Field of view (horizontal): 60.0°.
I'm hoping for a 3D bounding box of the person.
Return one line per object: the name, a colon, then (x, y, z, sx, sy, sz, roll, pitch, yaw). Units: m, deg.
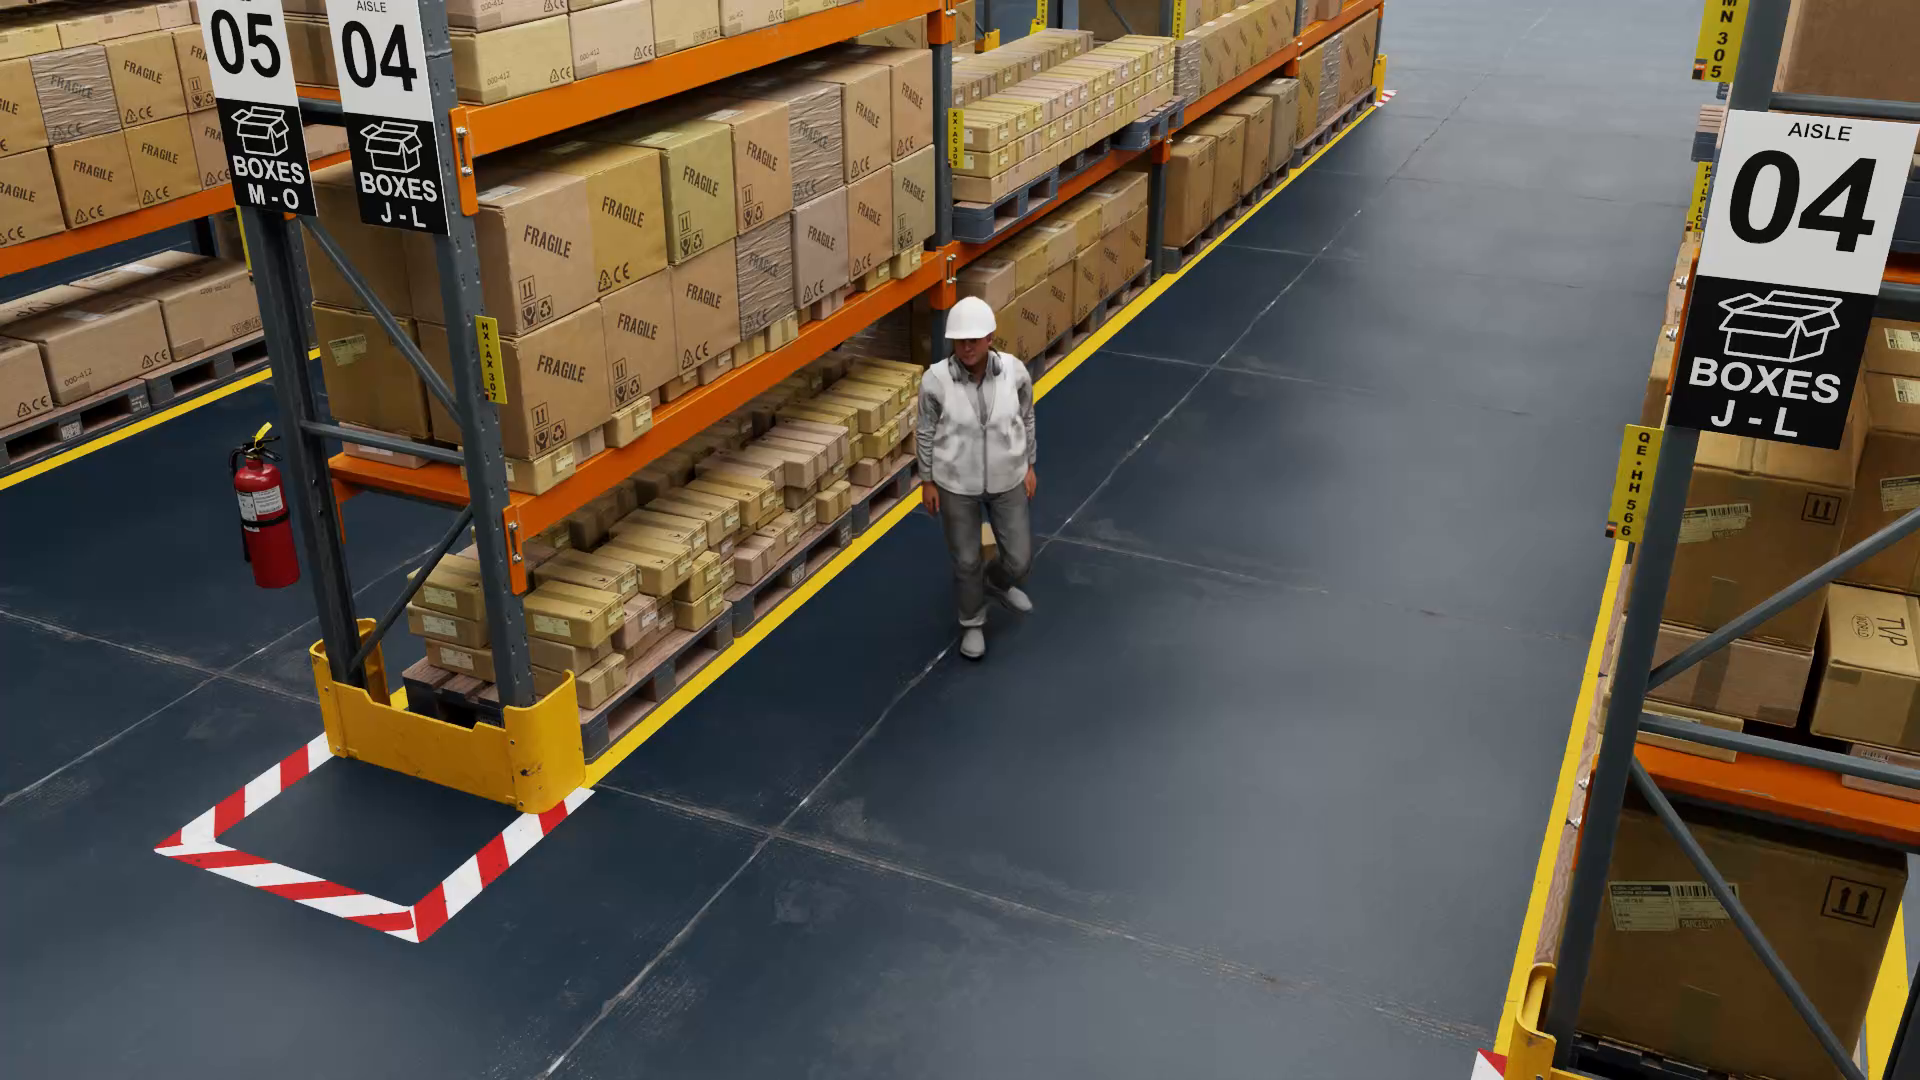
person: (0.084, -0.302, 7.694, 0.589, 1.769, 0.554, -4, 26, -8)
